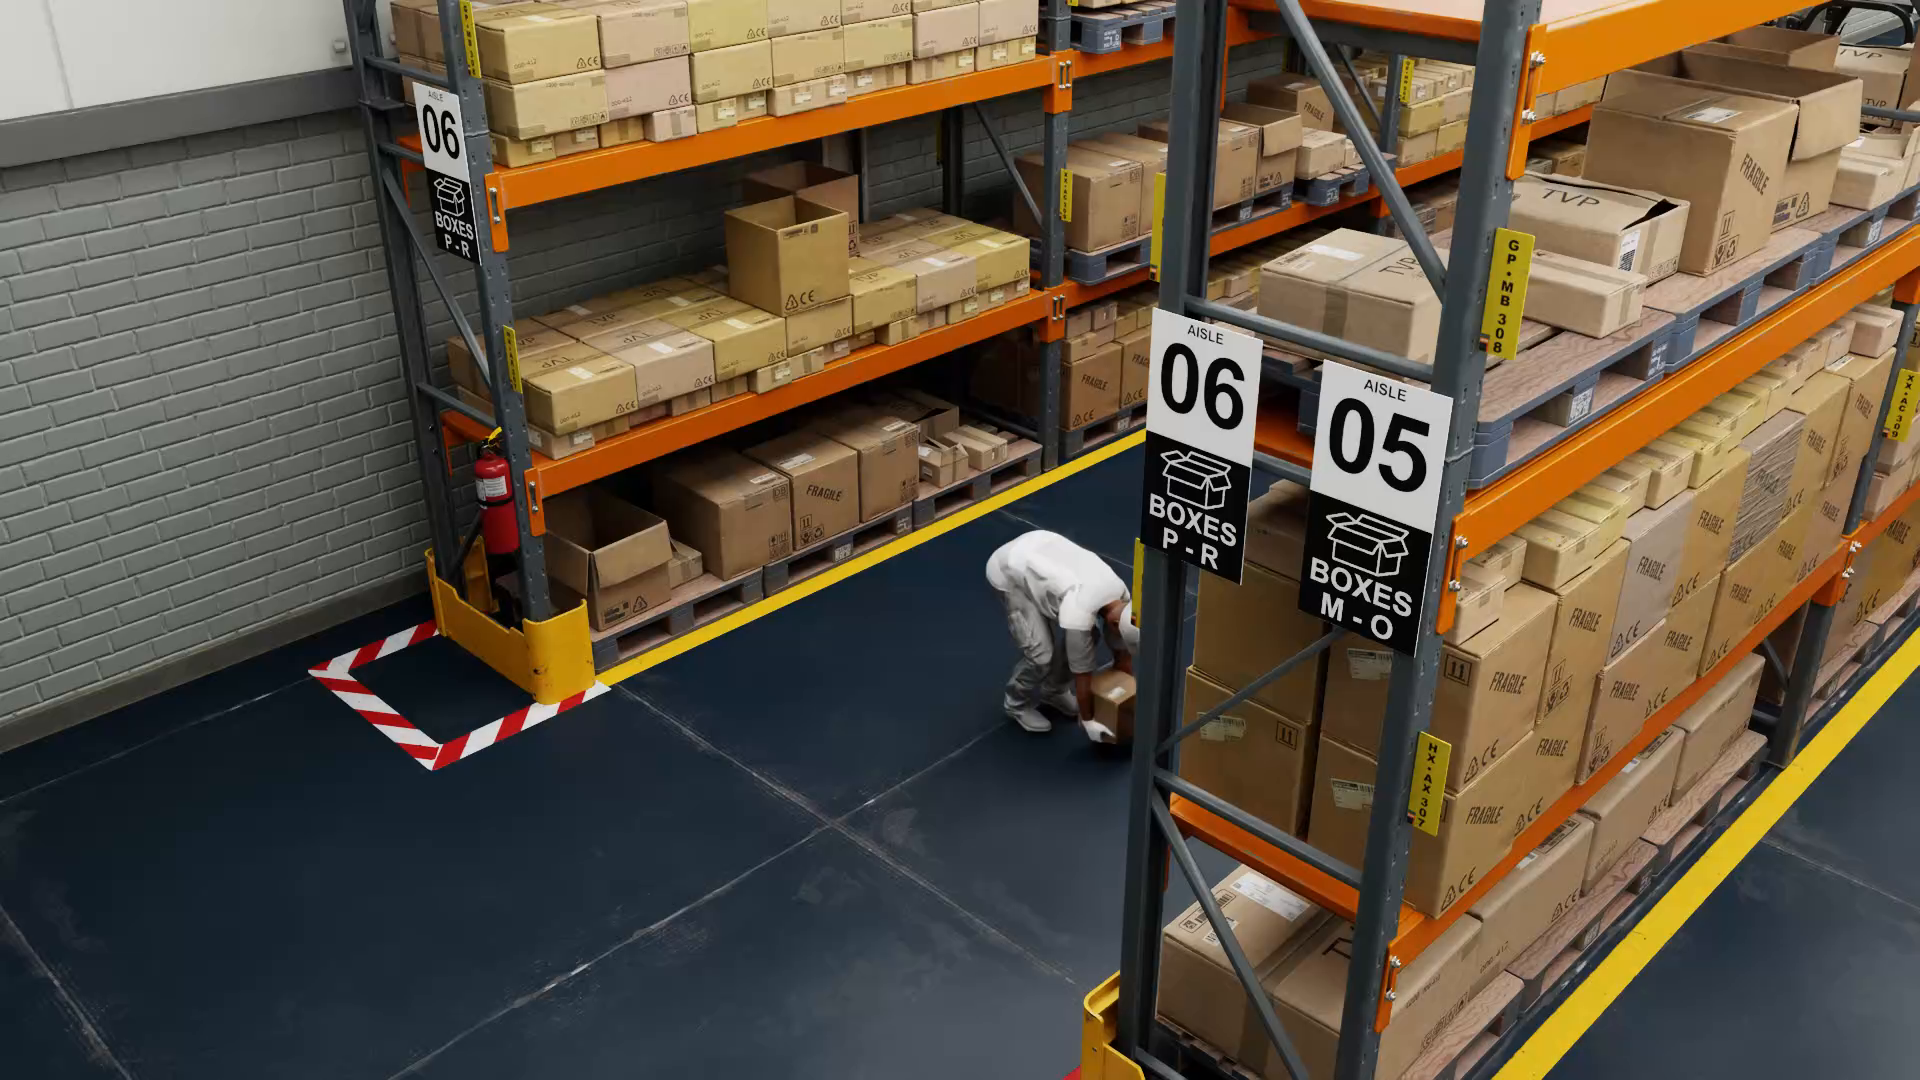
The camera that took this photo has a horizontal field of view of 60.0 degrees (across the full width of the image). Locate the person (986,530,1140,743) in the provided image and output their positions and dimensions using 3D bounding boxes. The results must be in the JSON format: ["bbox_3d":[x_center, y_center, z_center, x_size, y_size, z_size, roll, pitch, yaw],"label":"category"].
[{"bbox_3d":[0.582,0.511,8.431,0.985,1.027,0.519,22,35,36],"label":"person"}]
